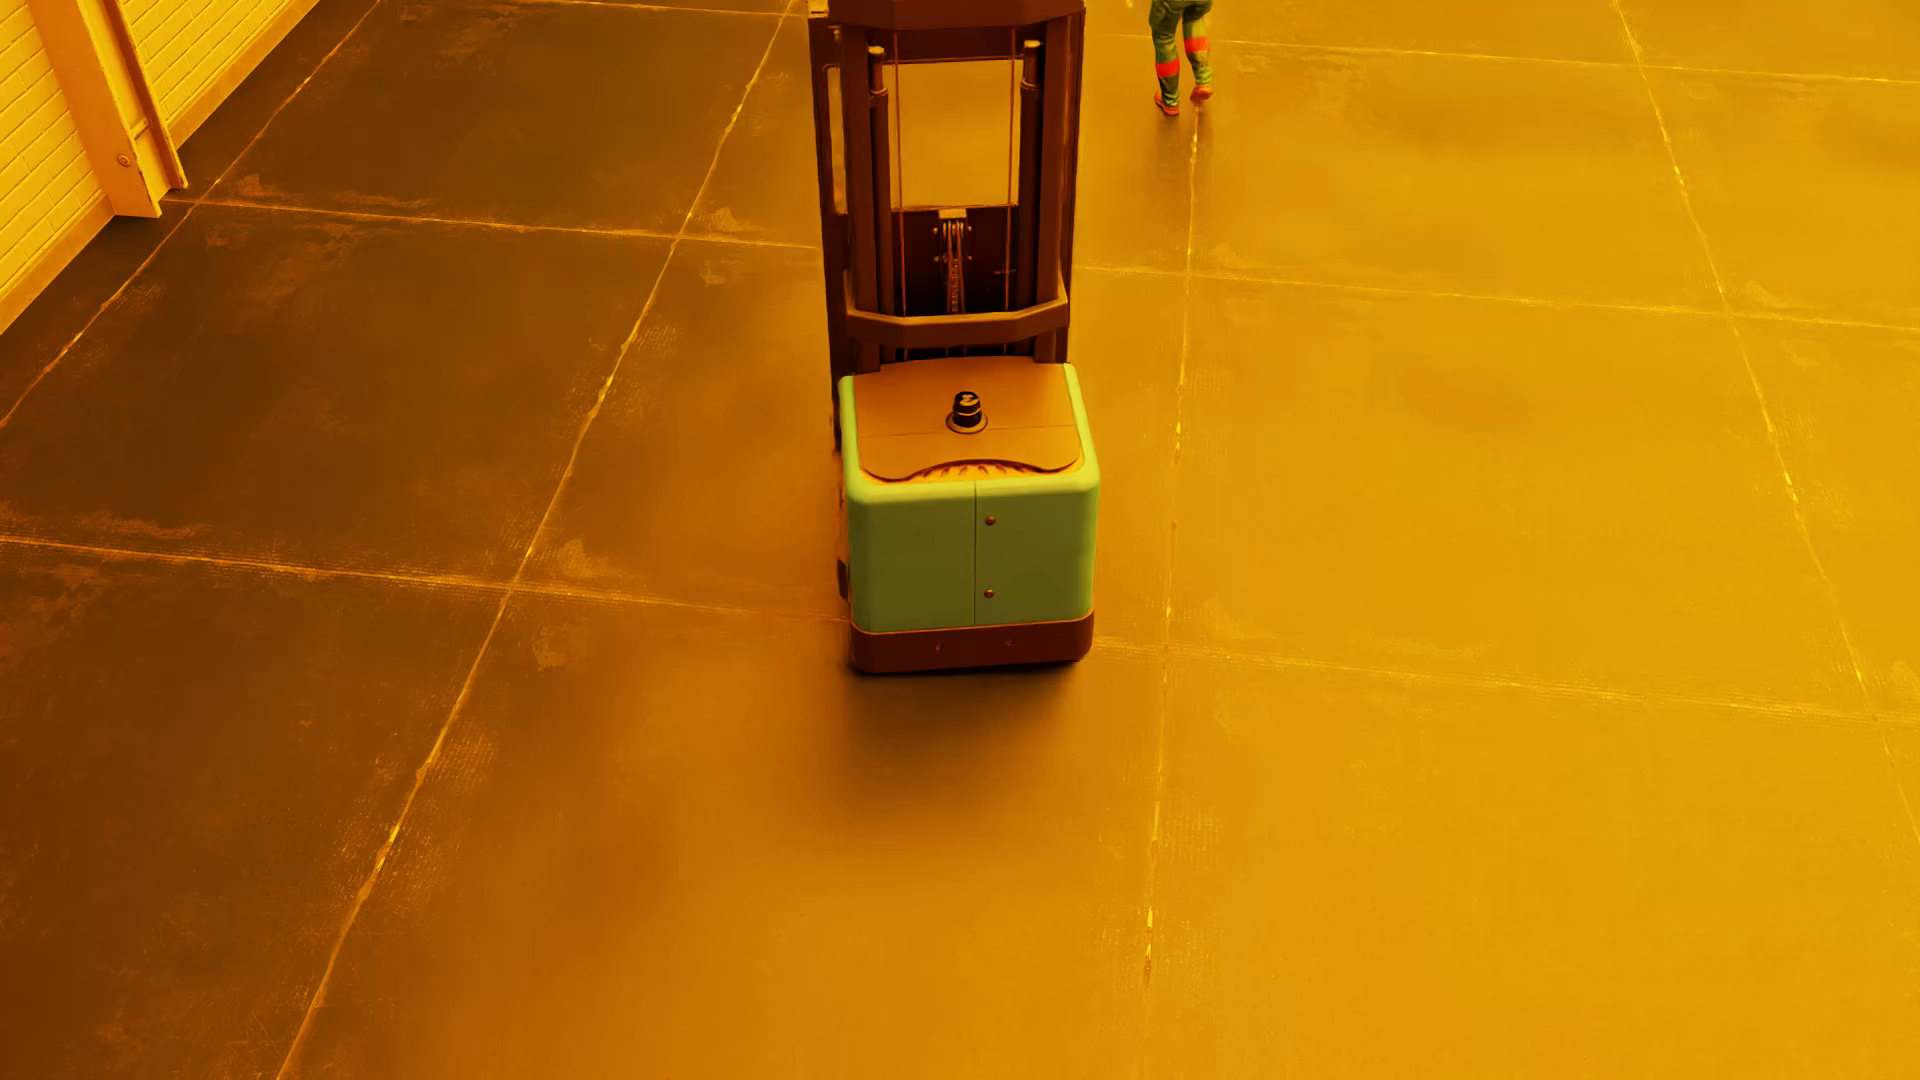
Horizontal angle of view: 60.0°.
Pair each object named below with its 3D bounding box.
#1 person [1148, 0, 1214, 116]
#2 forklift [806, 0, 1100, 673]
[{"bbox_3d":[1.361,-3.497,10.408,0.806,1.761,0.480,-12,44,-13],"label":"person"},{"bbox_3d":[-0.077,-1.499,7.357,1.130,2.935,3.031,-4,43,-4],"label":"forklift"}]
